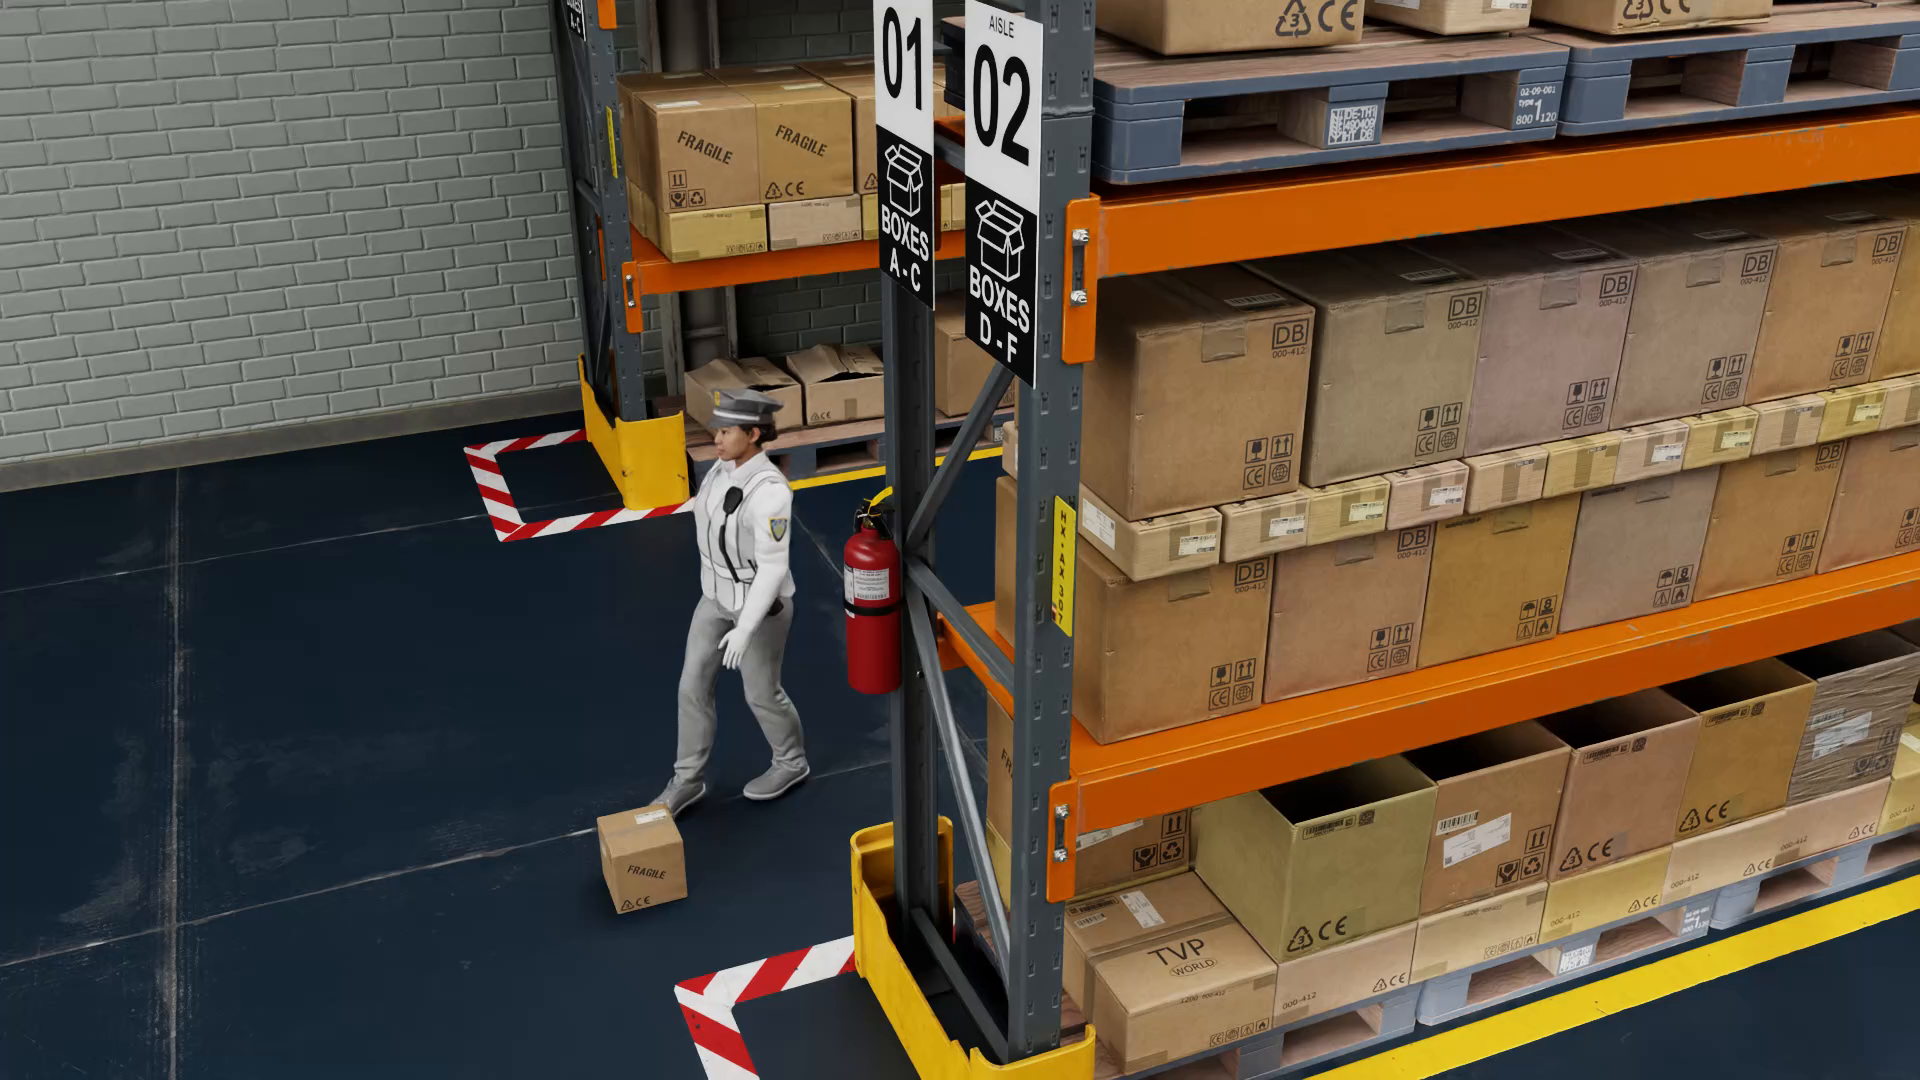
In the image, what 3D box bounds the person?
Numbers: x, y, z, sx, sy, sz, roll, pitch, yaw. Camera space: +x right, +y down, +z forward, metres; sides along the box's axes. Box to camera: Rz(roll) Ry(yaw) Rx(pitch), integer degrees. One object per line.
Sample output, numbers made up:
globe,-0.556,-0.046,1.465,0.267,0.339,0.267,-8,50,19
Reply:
person,-0.868,0.276,6.027,0.675,1.692,0.540,-21,33,-36
